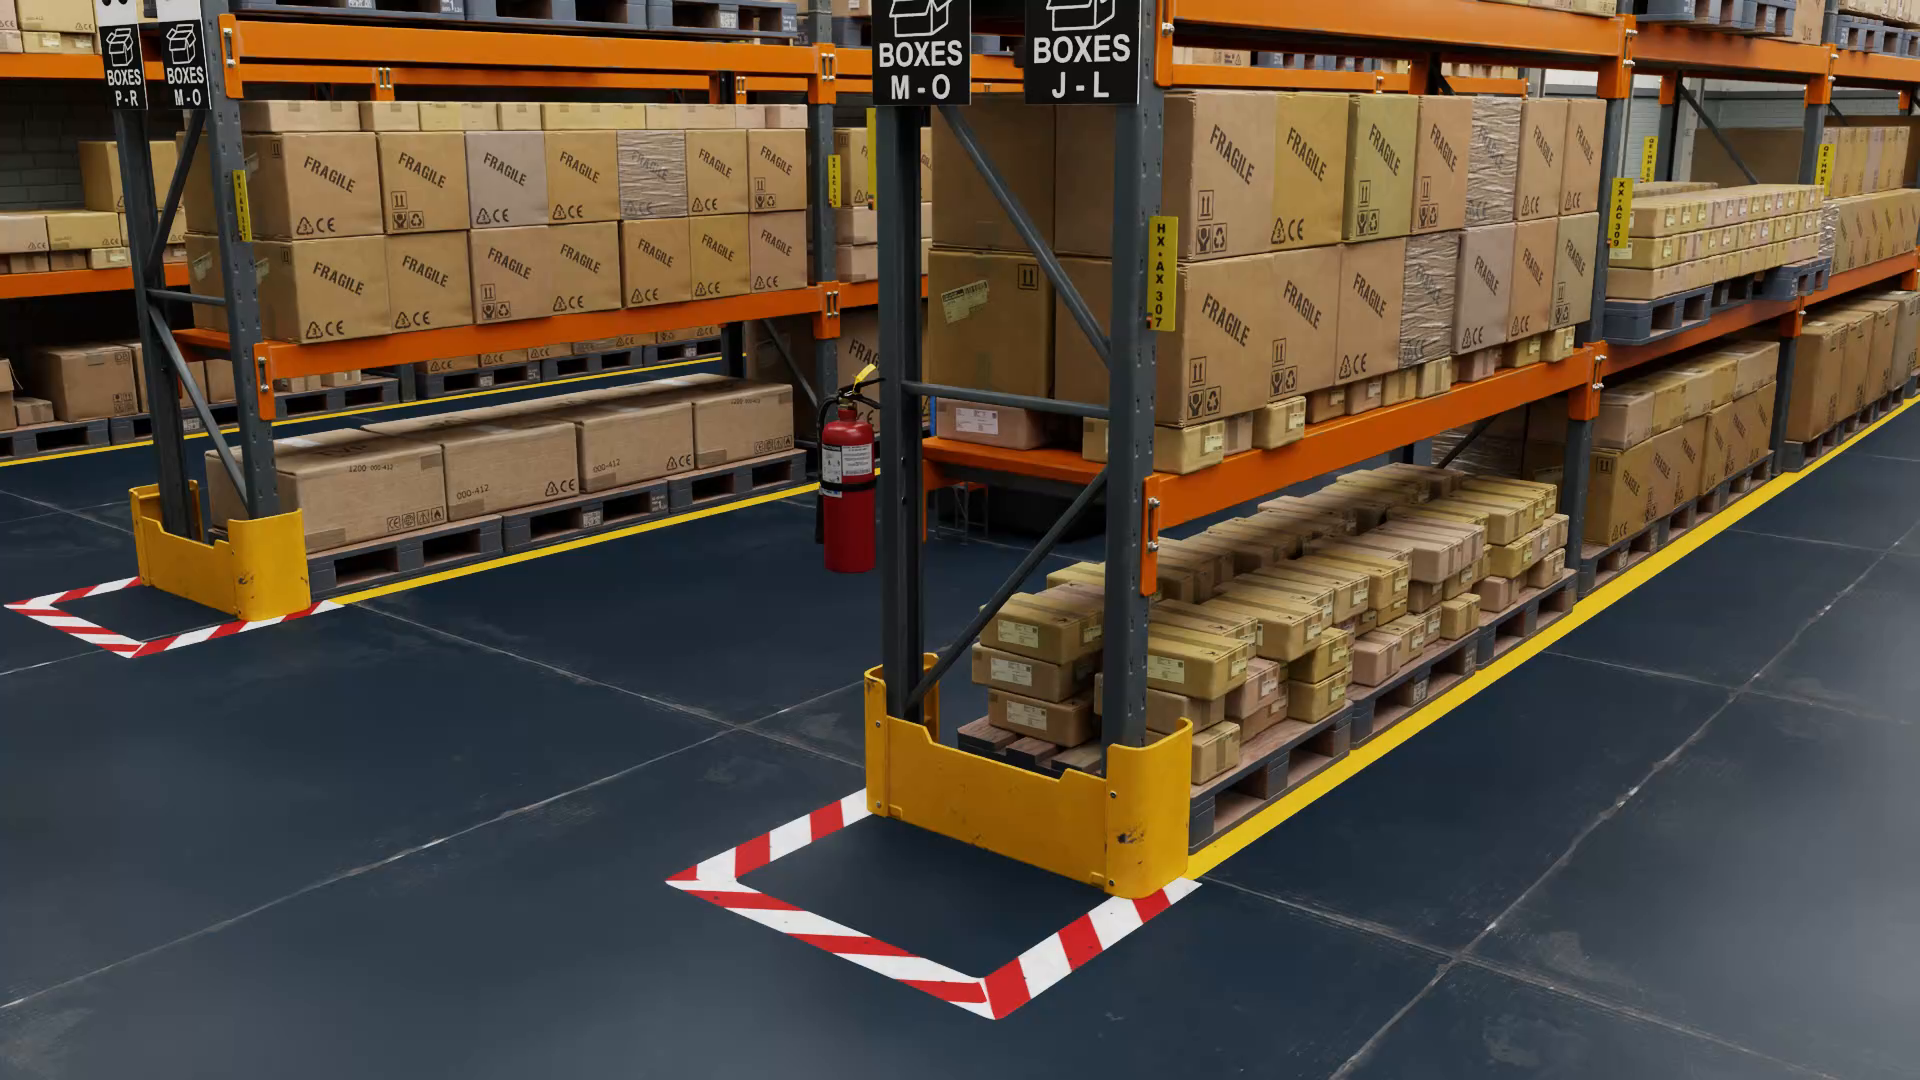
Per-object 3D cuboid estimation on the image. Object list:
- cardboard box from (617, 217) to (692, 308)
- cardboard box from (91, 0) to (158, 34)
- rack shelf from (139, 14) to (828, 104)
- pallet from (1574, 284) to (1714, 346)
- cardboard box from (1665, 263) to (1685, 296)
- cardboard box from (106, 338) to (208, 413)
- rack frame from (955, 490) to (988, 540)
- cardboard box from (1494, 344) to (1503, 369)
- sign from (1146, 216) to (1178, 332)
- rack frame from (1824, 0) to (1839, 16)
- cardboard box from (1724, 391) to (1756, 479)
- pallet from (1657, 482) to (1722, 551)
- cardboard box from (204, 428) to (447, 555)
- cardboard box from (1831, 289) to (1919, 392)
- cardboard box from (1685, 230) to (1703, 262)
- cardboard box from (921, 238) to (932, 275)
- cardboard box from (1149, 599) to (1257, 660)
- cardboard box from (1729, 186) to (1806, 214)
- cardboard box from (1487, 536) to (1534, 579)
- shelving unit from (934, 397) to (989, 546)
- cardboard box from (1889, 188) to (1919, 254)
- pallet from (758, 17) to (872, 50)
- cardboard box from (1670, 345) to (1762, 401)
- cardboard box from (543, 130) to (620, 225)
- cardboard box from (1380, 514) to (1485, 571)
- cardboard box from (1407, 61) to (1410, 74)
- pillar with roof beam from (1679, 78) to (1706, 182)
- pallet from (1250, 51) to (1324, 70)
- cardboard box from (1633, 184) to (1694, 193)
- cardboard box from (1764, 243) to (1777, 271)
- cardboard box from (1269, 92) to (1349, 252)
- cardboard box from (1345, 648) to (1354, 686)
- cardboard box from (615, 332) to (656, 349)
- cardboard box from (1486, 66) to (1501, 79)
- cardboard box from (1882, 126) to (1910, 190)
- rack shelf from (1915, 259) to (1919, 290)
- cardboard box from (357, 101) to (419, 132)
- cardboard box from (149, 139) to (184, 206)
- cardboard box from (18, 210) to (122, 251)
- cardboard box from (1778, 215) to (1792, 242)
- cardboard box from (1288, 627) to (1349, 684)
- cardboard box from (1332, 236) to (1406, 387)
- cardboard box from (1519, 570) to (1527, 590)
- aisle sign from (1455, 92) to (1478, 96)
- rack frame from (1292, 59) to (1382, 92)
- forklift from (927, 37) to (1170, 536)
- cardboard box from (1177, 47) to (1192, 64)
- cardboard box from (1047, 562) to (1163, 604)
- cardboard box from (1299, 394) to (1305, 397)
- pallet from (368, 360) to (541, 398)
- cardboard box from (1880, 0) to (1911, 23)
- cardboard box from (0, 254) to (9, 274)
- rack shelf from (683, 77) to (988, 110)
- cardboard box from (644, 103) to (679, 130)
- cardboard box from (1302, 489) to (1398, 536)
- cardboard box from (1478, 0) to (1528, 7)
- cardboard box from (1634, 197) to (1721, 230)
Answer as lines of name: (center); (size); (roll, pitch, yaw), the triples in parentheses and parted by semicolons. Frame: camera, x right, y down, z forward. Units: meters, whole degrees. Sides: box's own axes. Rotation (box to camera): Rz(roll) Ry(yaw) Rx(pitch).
cardboard box: (-1.959, -1.667, 9.888); (0.500, 0.500, 0.500); (11, 18, 37)
cardboard box: (-6.186, -3.813, 12.149); (0.500, 0.250, 0.500); (11, 18, 37)
rack shelf: (-2.499, -2.667, 9.397); (1.077, 0.370, 4.000); (11, 18, 38)
pallet: (3.265, -1.229, 8.757); (1.003, 0.211, 1.213); (11, 18, 38)
cardboard box: (3.446, -1.338, 8.455); (0.380, 0.149, 0.250); (12, 18, 38)
cardboard box: (-6.184, -1.284, 12.808); (0.500, 0.500, 0.500); (12, 18, 39)
rack frame: (0.067, -0.602, 9.555); (0.240, 1.200, 0.006); (11, 18, 38)
cardboard box: (2.167, -0.838, 7.341); (0.380, 0.149, 0.250); (11, 18, 36)
sign: (0.579, -0.767, 4.794); (0.100, 0.325, 0.005); (11, 18, 38)
rack frame: (5.185, -4.872, 10.523); (1.000, 3.000, 0.127); (11, 18, 38)
cardboard box: (4.646, -0.691, 10.473); (0.500, 0.500, 0.500); (12, 19, 40)
pallet: (3.926, -0.230, 10.101); (1.003, 0.211, 1.213); (11, 18, 38)
cardboard box: (-3.419, -0.282, 8.992); (0.875, 0.438, 0.875); (11, 18, 36)
cardboard box: (7.379, -1.710, 13.979); (1.050, 0.750, 0.750); (11, 18, 37)
cardboard box: (3.600, -1.528, 8.597); (0.380, 0.149, 0.250); (12, 18, 39)
cardboard box: (-0.436, -2.015, 11.766); (0.500, 0.250, 0.500); (11, 18, 36)
cardboard box: (0.830, 0.339, 5.926); (0.380, 0.149, 0.250); (12, 18, 39)
cardboard box: (4.910, -2.071, 10.133); (0.380, 0.149, 0.250); (12, 19, 39)
cardboard box: (2.405, 0.053, 7.653); (0.380, 0.149, 0.250); (10, 18, 36)
shelving unit: (0.009, -0.584, 9.486); (0.258, 1.200, 0.189); (11, 18, 38)
cardboard box: (7.579, -2.637, 13.708); (0.500, 0.500, 0.500); (11, 18, 37)
pallet: (-0.705, -3.489, 11.561); (0.805, 0.209, 1.217); (10, 18, 35)
cardboard box: (4.650, -1.049, 10.363); (0.500, 0.250, 0.500); (12, 18, 38)
cardboard box: (-2.284, -2.055, 9.386); (0.500, 0.500, 0.500); (11, 18, 38)
cardboard box: (2.047, 0.008, 7.228); (0.380, 0.149, 0.250); (10, 17, 35)
cardboard box: (4.638, -4.978, 17.545); (0.380, 0.149, 0.250); (12, 19, 39)
pillar with roof beam: (23.502, -13.003, 42.531); (9.100, 9.000, 0.400); (11, 18, 38)
pallet: (2.665, -4.539, 15.686); (1.213, 0.211, 1.003); (11, 18, 38)
cardboard box: (4.420, -2.177, 10.551); (0.380, 0.149, 0.250); (11, 18, 37)
cardboard box: (4.587, -1.685, 9.819); (0.380, 0.149, 0.250); (10, 18, 35)
cardboard box: (0.958, -1.252, 5.620); (0.500, 0.500, 0.500); (12, 19, 39)
cardboard box: (1.319, 0.489, 6.545); (0.380, 0.149, 0.250); (11, 18, 38)
cardboard box: (-3.340, -2.161, 16.261); (0.500, 0.500, 0.500); (12, 19, 40)
cardboard box: (5.969, -5.365, 19.067); (0.380, 0.149, 0.250); (12, 19, 39)
cardboard box: (7.392, -3.167, 13.764); (0.700, 0.500, 0.500); (11, 18, 37)
rack shelf: (8.956, -2.764, 15.873); (1.077, 0.370, 4.000); (11, 18, 38)
cardboard box: (-2.956, -2.144, 8.421); (0.380, 0.149, 0.250); (12, 19, 39)
cardboard box: (-6.248, -2.903, 13.135); (0.500, 0.500, 0.500); (11, 18, 36)
cardboard box: (-6.492, -2.257, 12.115); (0.500, 0.250, 0.500); (11, 18, 36)
cardboard box: (4.742, -1.875, 9.964); (0.380, 0.149, 0.250); (11, 18, 38)
cardboard box: (1.233, 0.405, 6.270); (0.380, 0.149, 0.250); (12, 19, 39)
cardboard box: (1.289, -0.866, 6.132); (0.500, 0.500, 0.500); (12, 18, 38)
cardboard box: (2.461, 0.145, 7.897); (0.380, 0.149, 0.250); (12, 18, 39)
aisle sign: (6.098, -5.562, 20.147); (0.394, 0.787, 0.004); (11, 18, 38)
rack frame: (3.786, -3.477, 17.216); (1.000, 3.000, 0.127); (11, 18, 38)
forklift: (1.150, -1.744, 10.537); (1.130, 2.935, 3.031); (12, 19, 40)
cardboard box: (1.762, -4.182, 14.174); (0.396, 0.266, 0.258); (11, 18, 38)
cardboard box: (0.559, 0.209, 6.437); (0.380, 0.149, 0.250); (11, 18, 36)
cardboard box: (1.011, -0.491, 5.972); (0.380, 0.149, 0.250); (12, 19, 40)
pallet: (-4.624, -1.522, 15.186); (1.003, 0.211, 1.213); (11, 18, 38)
cardboard box: (6.769, -4.023, 12.399); (0.500, 0.311, 0.500); (10, 18, 36)
cardboard box: (-6.938, -1.956, 11.741); (0.380, 0.149, 0.250); (11, 18, 37)
rack shelf: (-1.334, -4.966, 18.448); (1.077, 0.370, 4.000); (11, 18, 38)
cardboard box: (-1.877, -2.499, 9.817); (0.380, 0.149, 0.250); (11, 18, 37)
cardboard box: (1.808, -0.121, 7.736); (0.380, 0.149, 0.250); (11, 18, 36)
cardboard box: (1.931, -2.252, 6.608); (0.500, 0.250, 0.500); (11, 18, 37)
cardboard box: (3.769, -1.723, 8.761); (0.380, 0.149, 0.250); (11, 18, 37)
